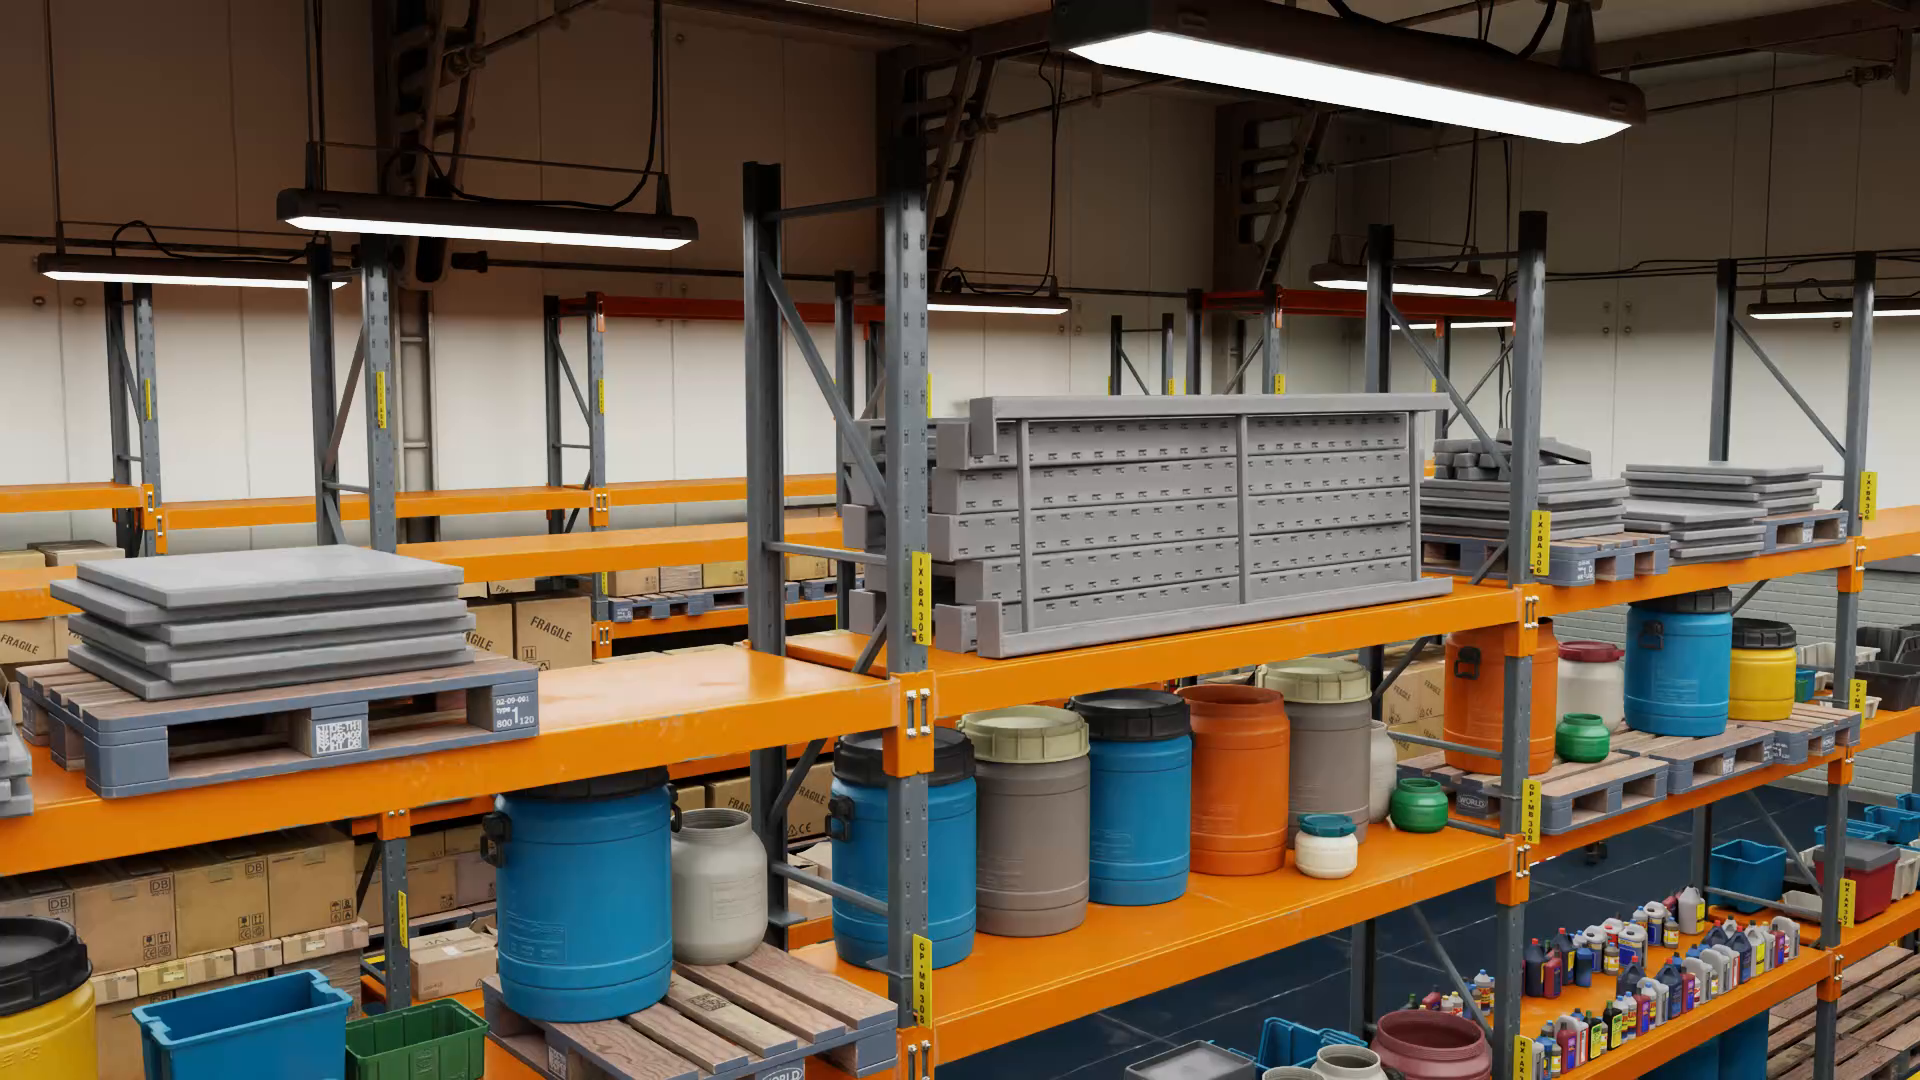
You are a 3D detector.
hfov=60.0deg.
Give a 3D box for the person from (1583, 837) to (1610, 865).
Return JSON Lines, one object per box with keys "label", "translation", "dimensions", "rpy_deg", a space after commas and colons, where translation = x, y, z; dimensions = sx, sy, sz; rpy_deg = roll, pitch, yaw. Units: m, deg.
{"label": "person", "translation": [6.726, 2.652, 17.632], "dimensions": [0.652, 1.633, 0.589], "rpy_deg": [1, 6, 12]}
